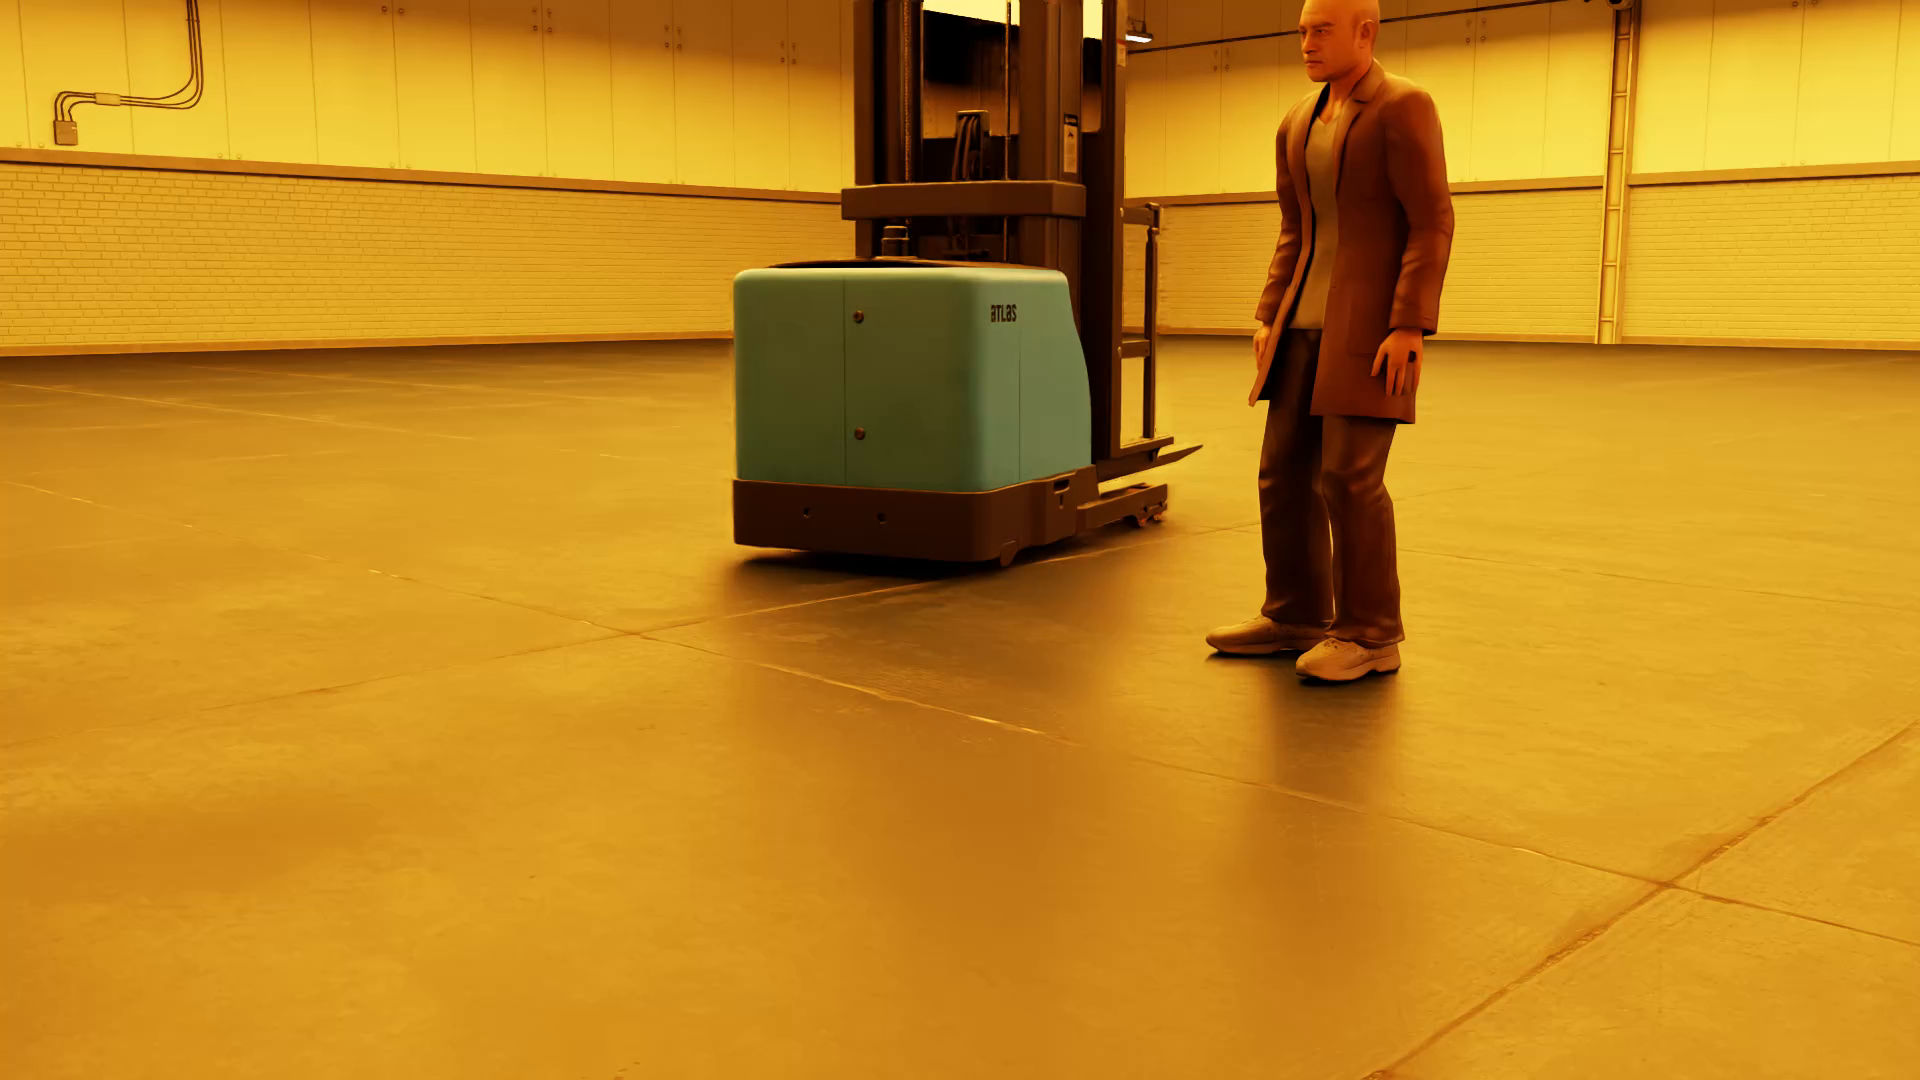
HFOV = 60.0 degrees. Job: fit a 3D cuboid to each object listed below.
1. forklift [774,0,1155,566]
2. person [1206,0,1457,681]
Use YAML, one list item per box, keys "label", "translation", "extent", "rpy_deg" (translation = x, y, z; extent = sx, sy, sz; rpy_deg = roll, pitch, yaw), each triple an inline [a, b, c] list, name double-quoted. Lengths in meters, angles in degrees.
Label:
- label: "forklift"
  translation: [-0.195, -1.538, 7.090]
  extent: [1.130, 2.935, 3.031]
  rpy_deg: [-2, 9, -16]
- label: "person"
  translation: [0.992, -0.538, 4.338]
  extent: [0.430, 1.772, 0.645]
  rpy_deg: [-5, 10, -28]
